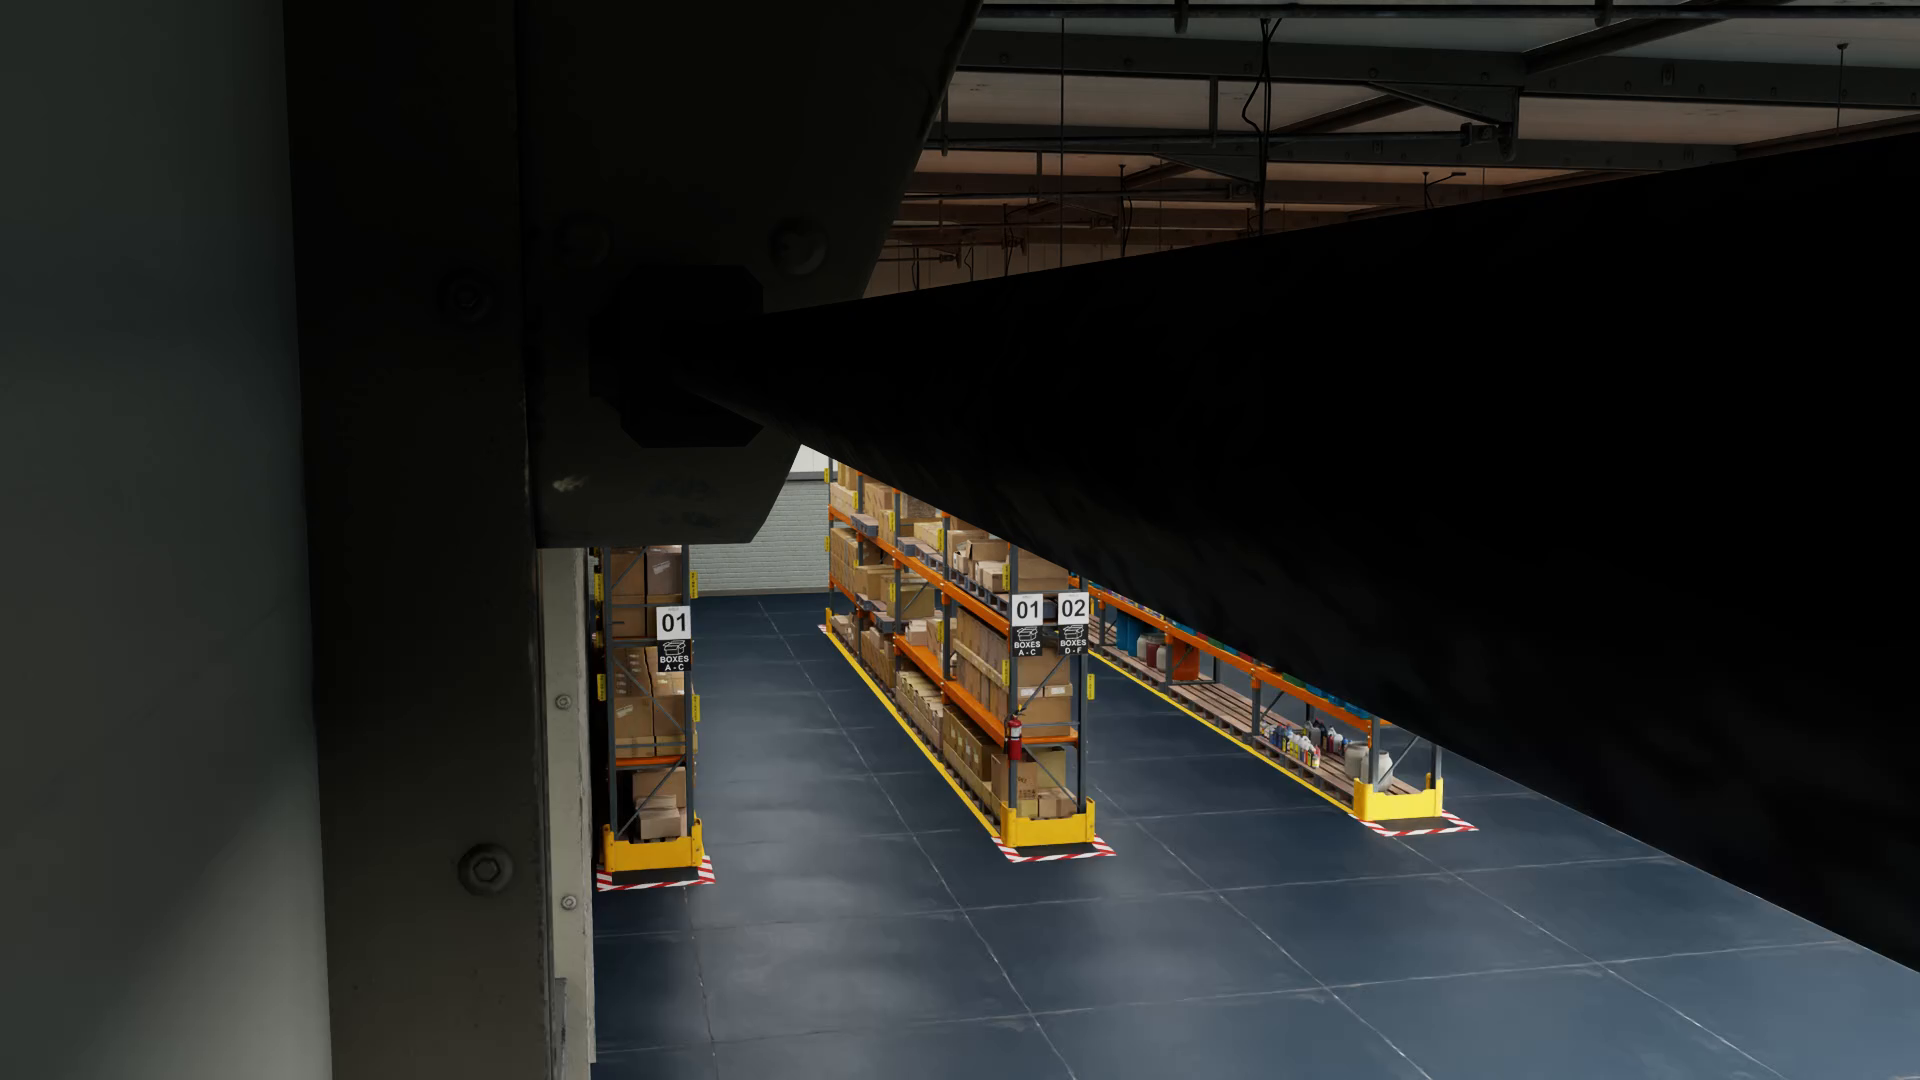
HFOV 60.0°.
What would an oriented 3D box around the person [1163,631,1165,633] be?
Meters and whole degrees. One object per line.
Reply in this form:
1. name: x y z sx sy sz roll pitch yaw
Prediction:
1. person: 4.528 1.362 34.762 0.532 1.678 1.046 -4 8 -30
